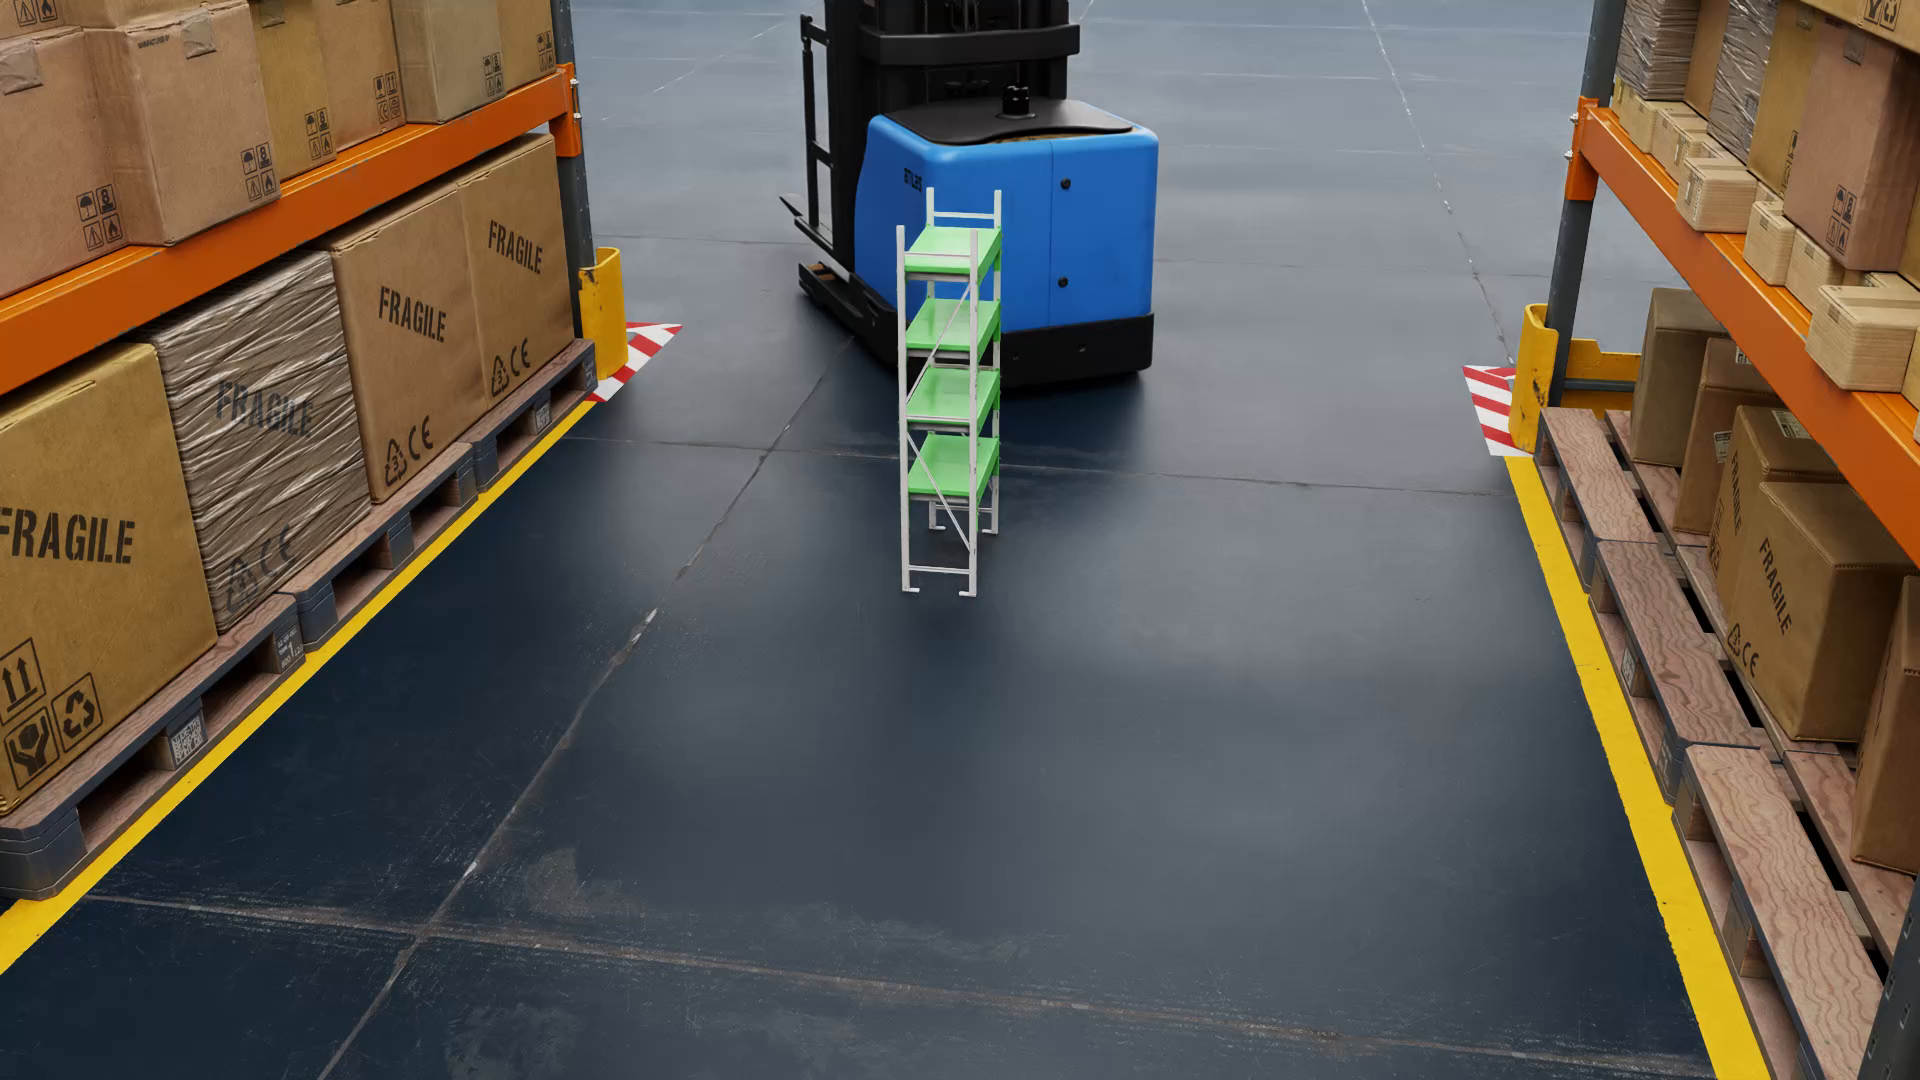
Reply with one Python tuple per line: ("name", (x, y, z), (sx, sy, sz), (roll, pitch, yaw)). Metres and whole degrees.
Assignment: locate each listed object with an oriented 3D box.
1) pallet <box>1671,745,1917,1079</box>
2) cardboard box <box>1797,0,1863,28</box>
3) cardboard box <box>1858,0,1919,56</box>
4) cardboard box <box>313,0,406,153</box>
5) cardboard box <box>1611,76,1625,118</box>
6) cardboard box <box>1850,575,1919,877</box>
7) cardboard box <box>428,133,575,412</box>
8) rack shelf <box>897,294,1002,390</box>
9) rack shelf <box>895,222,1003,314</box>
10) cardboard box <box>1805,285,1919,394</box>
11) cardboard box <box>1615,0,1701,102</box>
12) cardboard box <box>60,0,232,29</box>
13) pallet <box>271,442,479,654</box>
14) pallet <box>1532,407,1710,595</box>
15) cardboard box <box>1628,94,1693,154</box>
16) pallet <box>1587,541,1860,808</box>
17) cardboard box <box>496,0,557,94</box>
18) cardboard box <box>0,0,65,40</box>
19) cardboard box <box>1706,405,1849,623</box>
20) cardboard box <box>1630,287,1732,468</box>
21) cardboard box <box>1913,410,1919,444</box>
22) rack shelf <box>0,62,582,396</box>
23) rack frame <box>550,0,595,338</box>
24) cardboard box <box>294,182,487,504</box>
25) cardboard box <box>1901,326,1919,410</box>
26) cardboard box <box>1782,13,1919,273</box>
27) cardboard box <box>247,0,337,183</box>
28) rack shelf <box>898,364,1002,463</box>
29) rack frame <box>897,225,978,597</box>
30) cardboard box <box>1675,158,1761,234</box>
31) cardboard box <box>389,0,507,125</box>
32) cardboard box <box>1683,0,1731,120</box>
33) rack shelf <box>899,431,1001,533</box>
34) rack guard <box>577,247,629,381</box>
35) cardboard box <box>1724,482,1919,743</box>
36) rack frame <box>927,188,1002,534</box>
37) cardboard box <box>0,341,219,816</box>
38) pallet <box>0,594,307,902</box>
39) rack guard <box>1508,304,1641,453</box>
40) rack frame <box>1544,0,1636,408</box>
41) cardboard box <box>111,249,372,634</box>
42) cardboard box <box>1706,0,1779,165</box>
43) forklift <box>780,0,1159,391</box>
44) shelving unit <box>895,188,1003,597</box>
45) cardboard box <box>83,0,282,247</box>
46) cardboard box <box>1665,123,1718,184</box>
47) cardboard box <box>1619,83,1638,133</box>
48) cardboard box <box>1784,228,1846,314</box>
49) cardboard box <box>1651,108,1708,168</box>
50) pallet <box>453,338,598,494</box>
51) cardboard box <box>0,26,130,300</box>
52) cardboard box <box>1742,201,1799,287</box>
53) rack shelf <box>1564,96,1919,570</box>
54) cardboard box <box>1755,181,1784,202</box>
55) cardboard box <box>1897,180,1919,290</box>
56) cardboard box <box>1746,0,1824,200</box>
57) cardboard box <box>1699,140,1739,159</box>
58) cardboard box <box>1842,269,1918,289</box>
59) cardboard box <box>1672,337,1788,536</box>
("pallet", (2.210, 0.890, 3.599), (1.003, 0.211, 1.213), (4, 25, 9))
("cardboard box", (2.100, -1.348, 3.443), (0.500, 0.500, 0.500), (4, 25, 9))
("cardboard box", (2.017, -1.139, 2.996), (0.500, 0.500, 0.500), (4, 25, 9))
("cardboard box", (-2.388, -1.601, 5.455), (0.875, 0.550, 0.550), (4, 25, 9))
("cardboard box", (2.507, -1.546, 5.811), (0.380, 0.149, 0.250), (4, 25, 9))
("cardboard box", (2.326, 0.448, 3.708), (0.500, 0.500, 0.500), (13, 28, 25))
("cardboard box", (-2.134, -1.088, 6.547), (0.875, 0.875, 0.875), (4, 25, 9))
("rack shelf", (-0.027, -0.634, 5.273), (0.258, 0.148, 0.480), (4, 25, 9))
("rack shelf", (-0.027, -0.851, 5.171), (0.258, 0.148, 0.480), (4, 25, 9))
("cardboard box", (1.961, -0.403, 3.368), (0.380, 0.149, 0.250), (4, 25, 9))
("cardboard box", (2.672, -1.714, 5.405), (0.875, 0.500, 0.500), (4, 25, 9))
("cardboard box", (-2.449, -1.639, 4.262), (0.875, 0.550, 0.550), (4, 25, 9))
("pallet", (-2.343, -0.037, 5.580), (1.003, 0.211, 1.213), (4, 25, 9))
("pallet", (2.609, -0.130, 5.779), (1.003, 0.211, 1.213), (4, 25, 9))
("cardboard box", (2.391, -1.339, 5.369), (0.380, 0.149, 0.250), (4, 25, 9))
("pallet", (2.407, 0.378, 4.692), (1.003, 0.211, 1.213), (4, 25, 9))
("cardboard box", (-2.104, -2.058, 6.431), (0.875, 0.550, 0.550), (4, 25, 9))
("cardboard box", (-2.673, -1.422, 3.800), (0.875, 0.550, 0.550), (4, 25, 9))
("cardboard box", (2.485, -0.048, 4.766), (0.500, 0.500, 0.500), (6, 26, 13))
("cardboard box", (2.670, -0.560, 5.862), (0.500, 0.500, 0.500), (9, 27, 18))
("cardboard box", (1.930, -0.190, 2.914), (0.380, 0.149, 0.250), (4, 25, 9))
("rack shelf", (-2.415, -0.986, 5.167), (1.077, 0.370, 4.000), (4, 25, 9))
("rack frame", (-2.088, -2.148, 6.801), (1.000, 3.000, 0.127), (4, 25, 9))
("cardboard box", (-2.276, -0.720, 5.760), (0.875, 0.875, 0.875), (4, 25, 8))
("cardboard box", (2.030, -0.290, 3.128), (0.380, 0.149, 0.250), (4, 25, 9))
("cardboard box", (2.368, -0.876, 3.615), (0.875, 0.500, 0.500), (4, 25, 9))
("cardboard box", (-2.434, -1.376, 4.975), (0.875, 0.550, 0.500), (4, 25, 9))
("rack shelf", (-0.027, -0.416, 5.375), (0.258, 0.148, 0.480), (4, 25, 9))
("rack frame", (-0.067, -0.372, 5.130), (0.240, 1.200, 0.015), (4, 25, 9))
("cardboard box", (2.166, -0.925, 4.485), (0.380, 0.149, 0.250), (4, 25, 9))
("cardboard box", (-2.172, -1.826, 5.937), (0.875, 0.550, 0.550), (4, 25, 9))
("cardboard box", (2.708, -1.497, 4.941), (0.875, 0.500, 0.500), (4, 25, 9))
("rack shelf", (-0.027, -0.199, 5.477), (0.258, 0.148, 0.480), (4, 25, 9))
("rack guard", (-2.084, -1.026, 7.353), (1.175, 0.500, 0.348), (4, 25, 9))
("cardboard box", (2.350, 0.183, 4.274), (0.500, 0.500, 0.500), (2, 25, 4))
("rack frame", (0.013, -0.576, 5.566), (0.240, 1.200, 0.015), (4, 25, 9))
("cardboard box", (-2.570, 0.039, 4.140), (0.875, 0.875, 0.875), (4, 25, 9))
("pallet", (-2.540, 0.475, 4.486), (1.003, 0.211, 1.213), (4, 25, 9))
("rack guard", (2.776, -0.598, 6.439), (1.175, 0.500, 0.348), (4, 25, 9))
("rack frame", (2.789, -1.762, 5.977), (1.000, 3.000, 0.127), (4, 25, 9))
("cardboard box", (-2.427, -0.339, 4.946), (0.875, 0.875, 0.875), (4, 25, 9))
("cardboard box", (2.584, -1.291, 4.500), (0.875, 0.500, 0.500), (4, 25, 9))
("forklift", (-0.164, -2.525, 7.687), (1.130, 2.935, 3.031), (-9, 27, -19))
("shelving unit", (-0.027, -0.474, 5.348), (0.258, 1.200, 0.503), (4, 25, 9))
("cardboard box", (-2.421, -1.148, 4.487), (0.875, 0.550, 0.550), (4, 25, 9))
("cardboard box", (2.323, -1.129, 4.920), (0.380, 0.149, 0.250), (4, 25, 9))
("cardboard box", (2.447, -1.443, 5.590), (0.380, 0.149, 0.250), (4, 25, 9))
("cardboard box", (2.133, -0.605, 3.801), (0.380, 0.149, 0.250), (4, 25, 9))
("cardboard box", (2.371, -1.233, 5.143), (0.380, 0.149, 0.250), (4, 25, 9))
("pallet", (-2.142, -0.545, 6.666), (1.003, 0.211, 1.213), (4, 25, 9))
("cardboard box", (-2.626, -0.930, 4.022), (0.875, 0.550, 0.550), (4, 25, 9))
("cardboard box", (2.140, -0.712, 4.030), (0.380, 0.149, 0.250), (4, 25, 9))
("rack shelf", (2.462, -0.600, 4.342), (1.077, 0.370, 4.000), (4, 25, 9))
("cardboard box", (2.256, -0.812, 4.242), (0.380, 0.149, 0.250), (4, 25, 9))
("cardboard box", (2.386, -0.660, 3.153), (0.875, 0.500, 0.500), (4, 25, 9))
("cardboard box", (2.491, -1.082, 4.055), (0.875, 0.500, 0.500), (4, 25, 9))
("cardboard box", (2.309, -1.023, 4.693), (0.380, 0.149, 0.250), (4, 25, 9))
("cardboard box", (2.132, -0.498, 3.572), (0.380, 0.149, 0.250), (4, 25, 9))
("cardboard box", (2.606, -0.308, 5.323), (0.500, 0.500, 0.500), (11, 27, 22))
